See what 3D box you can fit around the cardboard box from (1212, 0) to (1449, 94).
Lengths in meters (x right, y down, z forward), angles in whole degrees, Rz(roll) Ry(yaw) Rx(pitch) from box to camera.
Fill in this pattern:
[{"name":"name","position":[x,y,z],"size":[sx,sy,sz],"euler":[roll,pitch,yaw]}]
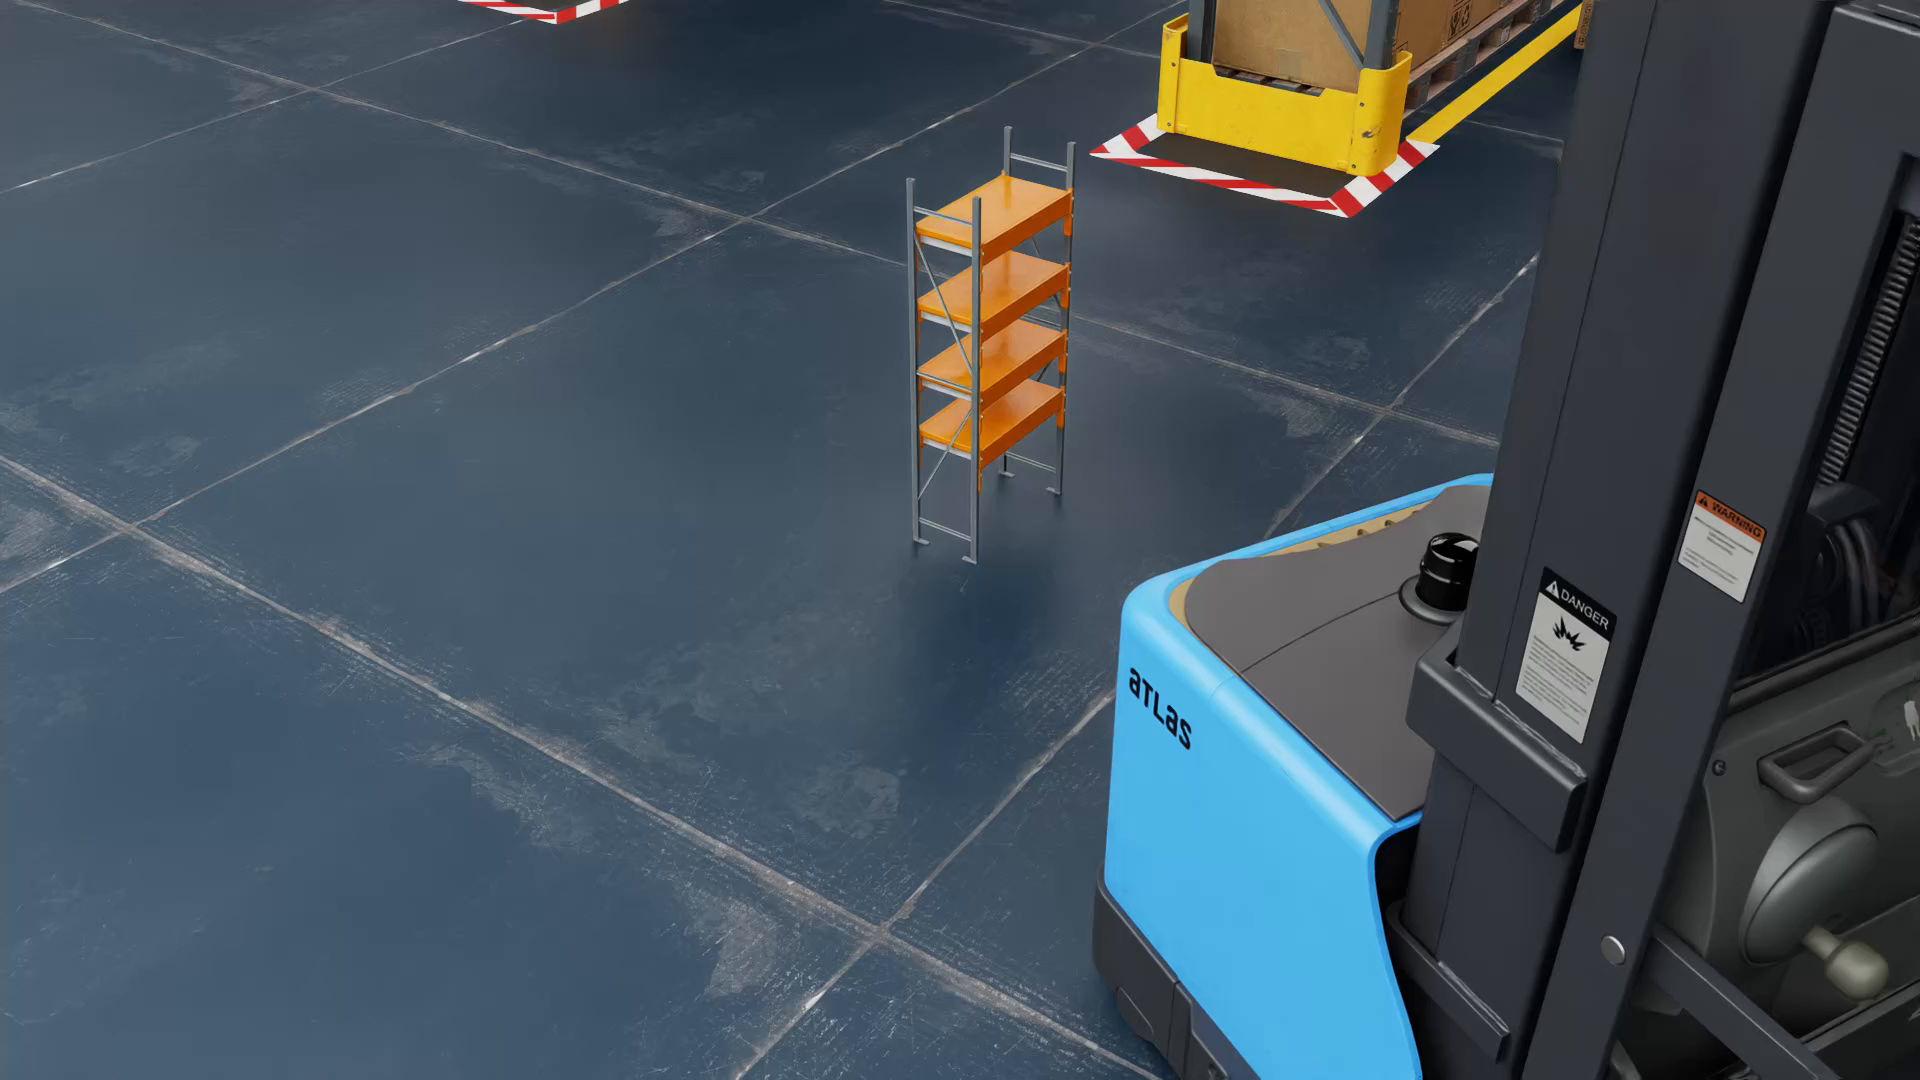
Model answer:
[{"name":"cardboard box","position":[1.879,-2.825,8.271],"size":[0.875,0.875,0.875],"euler":[21,40,28]}]

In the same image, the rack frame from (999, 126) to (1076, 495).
[{"name":"rack frame","position":[0.234,-0.685,5.193],"size":[0.240,1.200,0.015],"euler":[21,39,28]}]

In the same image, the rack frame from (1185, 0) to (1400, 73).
[{"name":"rack frame","position":[1.547,-3.198,7.301],"size":[1.000,3.000,0.127],"euler":[21,39,28]}]

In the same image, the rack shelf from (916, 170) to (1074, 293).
[{"name":"rack shelf","position":[0.094,-0.899,4.806],"size":[0.258,0.148,0.480],"euler":[21,39,28]}]

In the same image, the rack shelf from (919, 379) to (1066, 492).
[{"name":"rack shelf","position":[0.094,-0.353,5.175],"size":[0.258,0.148,0.480],"euler":[21,39,28]}]

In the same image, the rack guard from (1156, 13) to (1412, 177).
[{"name":"rack guard","position":[1.533,-2.151,7.985],"size":[1.175,0.500,0.348],"euler":[21,39,28]}]

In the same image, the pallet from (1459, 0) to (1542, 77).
[{"name":"pallet","position":[2.634,-2.995,9.490],"size":[1.003,0.211,1.213],"euler":[21,39,28]}]

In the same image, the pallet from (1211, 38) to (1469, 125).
[{"name":"pallet","position":[1.938,-2.436,8.663],"size":[1.003,0.211,1.213],"euler":[21,39,28]}]

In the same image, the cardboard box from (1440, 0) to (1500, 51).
[{"name":"cardboard box","position":[2.379,-3.231,8.871],"size":[0.875,0.875,0.875],"euler":[21,39,27]}]

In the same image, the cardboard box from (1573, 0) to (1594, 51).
[{"name":"cardboard box","position":[3.785,-2.962,9.182],"size":[0.500,0.500,0.500],"euler":[29,44,36]}]

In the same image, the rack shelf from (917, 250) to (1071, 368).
[{"name":"rack shelf","position":[0.094,-0.703,4.939],"size":[0.258,0.148,0.480],"euler":[21,39,28]}]

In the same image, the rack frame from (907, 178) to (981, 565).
[{"name":"rack frame","position":[-0.045,-0.461,4.860],"size":[0.240,1.200,0.015],"euler":[21,39,28]}]

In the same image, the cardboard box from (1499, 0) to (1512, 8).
[{"name":"cardboard box","position":[2.900,-3.649,9.491],"size":[0.875,0.875,0.875],"euler":[22,40,29]}]

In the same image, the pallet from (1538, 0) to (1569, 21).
[{"name":"pallet","position":[3.329,-3.559,10.324],"size":[1.003,0.211,1.213],"euler":[21,39,28]}]

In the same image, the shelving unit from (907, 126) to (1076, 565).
[{"name":"shelving unit","position":[0.094,-0.573,5.027],"size":[0.258,1.200,0.503],"euler":[21,39,28]}]

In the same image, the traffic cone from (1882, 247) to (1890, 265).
[{"name":"traffic cone","position":[3.750,-1.421,6.937],"size":[0.336,0.463,0.334],"euler":[21,39,28]}]

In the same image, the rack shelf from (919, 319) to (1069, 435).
[{"name":"rack shelf","position":[0.094,-0.517,5.064],"size":[0.258,0.148,0.480],"euler":[21,39,28]}]

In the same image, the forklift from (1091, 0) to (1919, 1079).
[{"name":"forklift","position":[1.429,0.367,2.091],"size":[1.130,2.935,3.031],"euler":[-16,37,-23]}]
